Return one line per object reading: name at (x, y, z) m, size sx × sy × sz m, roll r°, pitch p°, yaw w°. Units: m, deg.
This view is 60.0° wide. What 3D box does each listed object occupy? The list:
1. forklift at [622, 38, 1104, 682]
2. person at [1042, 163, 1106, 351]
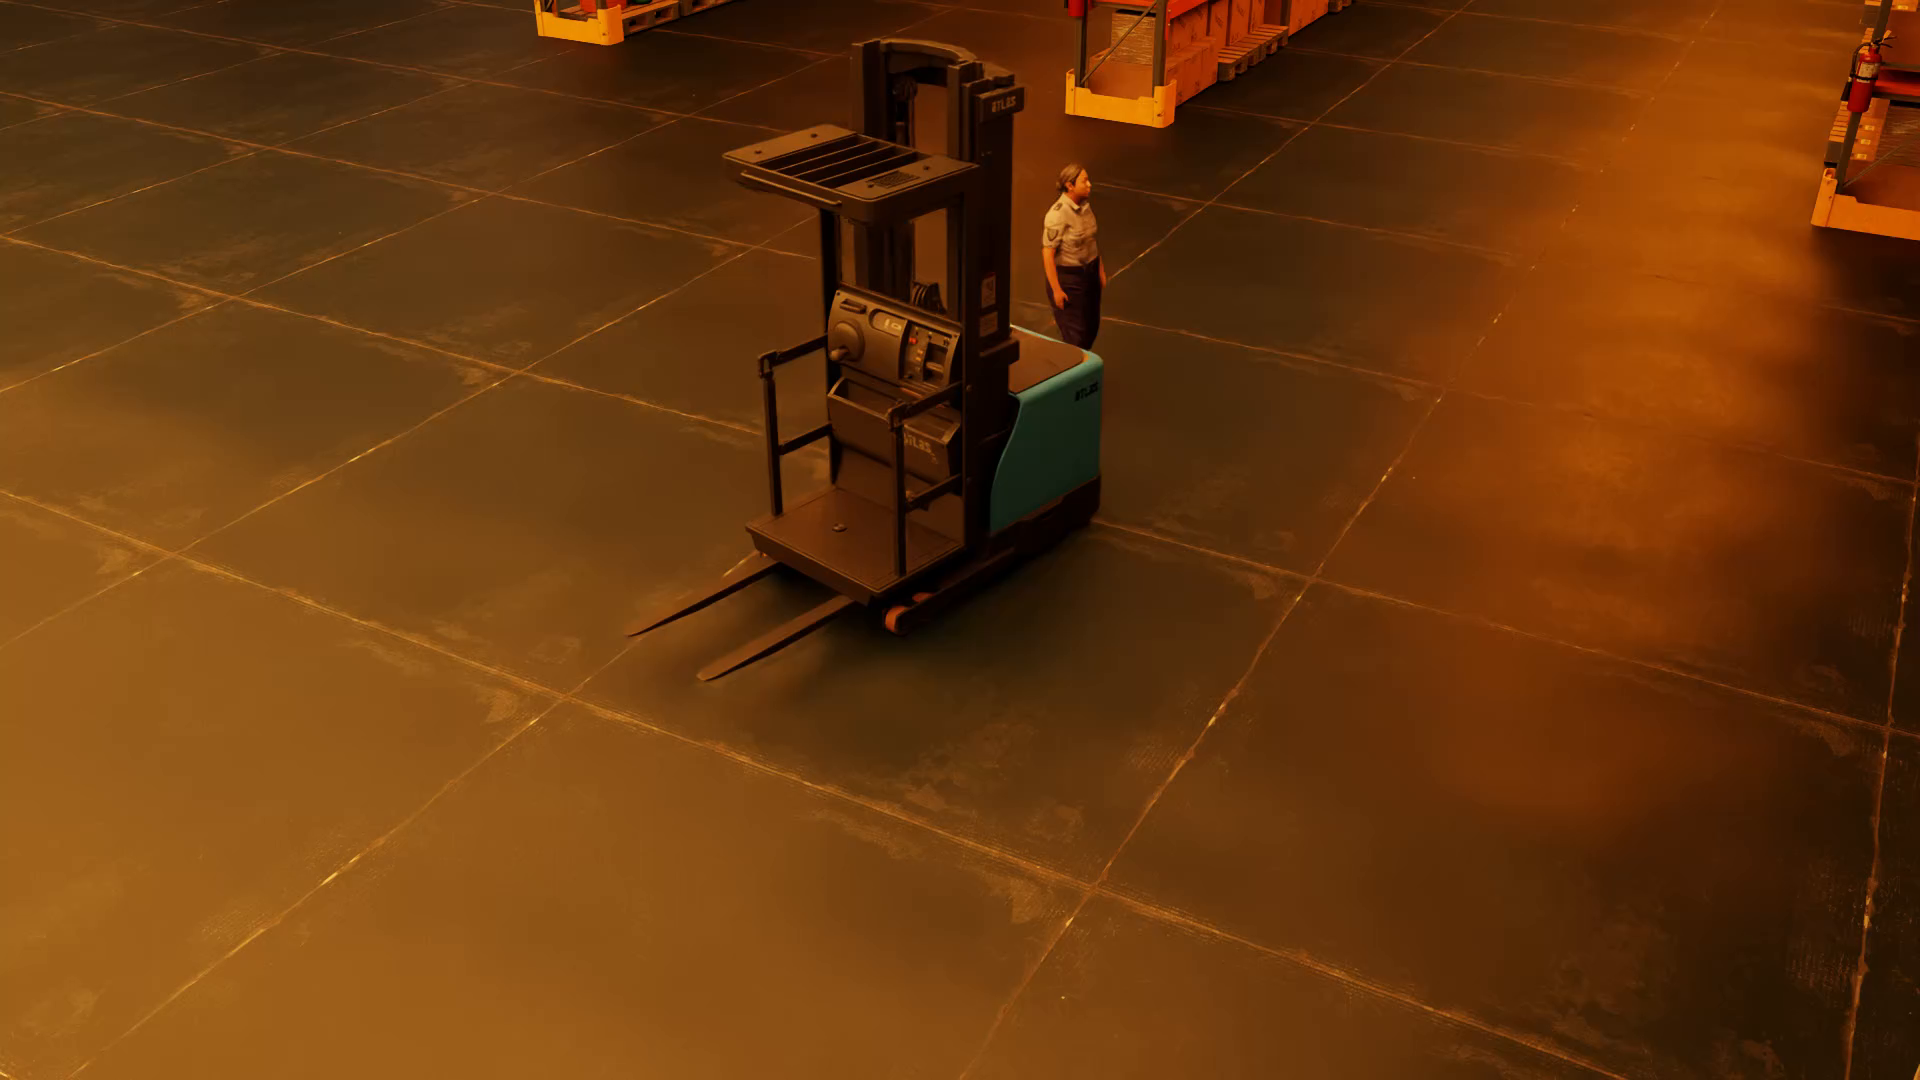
forklift at (-0.507, -1.038, 8.869) m, size 1.130 × 2.935 × 3.031 m, roll 25°, pitch 38°, yaw 36°
person at (0.873, -1.739, 11.386) m, size 0.543 × 1.647 × 0.578 m, roll 19°, pitch 35°, yaw 29°
